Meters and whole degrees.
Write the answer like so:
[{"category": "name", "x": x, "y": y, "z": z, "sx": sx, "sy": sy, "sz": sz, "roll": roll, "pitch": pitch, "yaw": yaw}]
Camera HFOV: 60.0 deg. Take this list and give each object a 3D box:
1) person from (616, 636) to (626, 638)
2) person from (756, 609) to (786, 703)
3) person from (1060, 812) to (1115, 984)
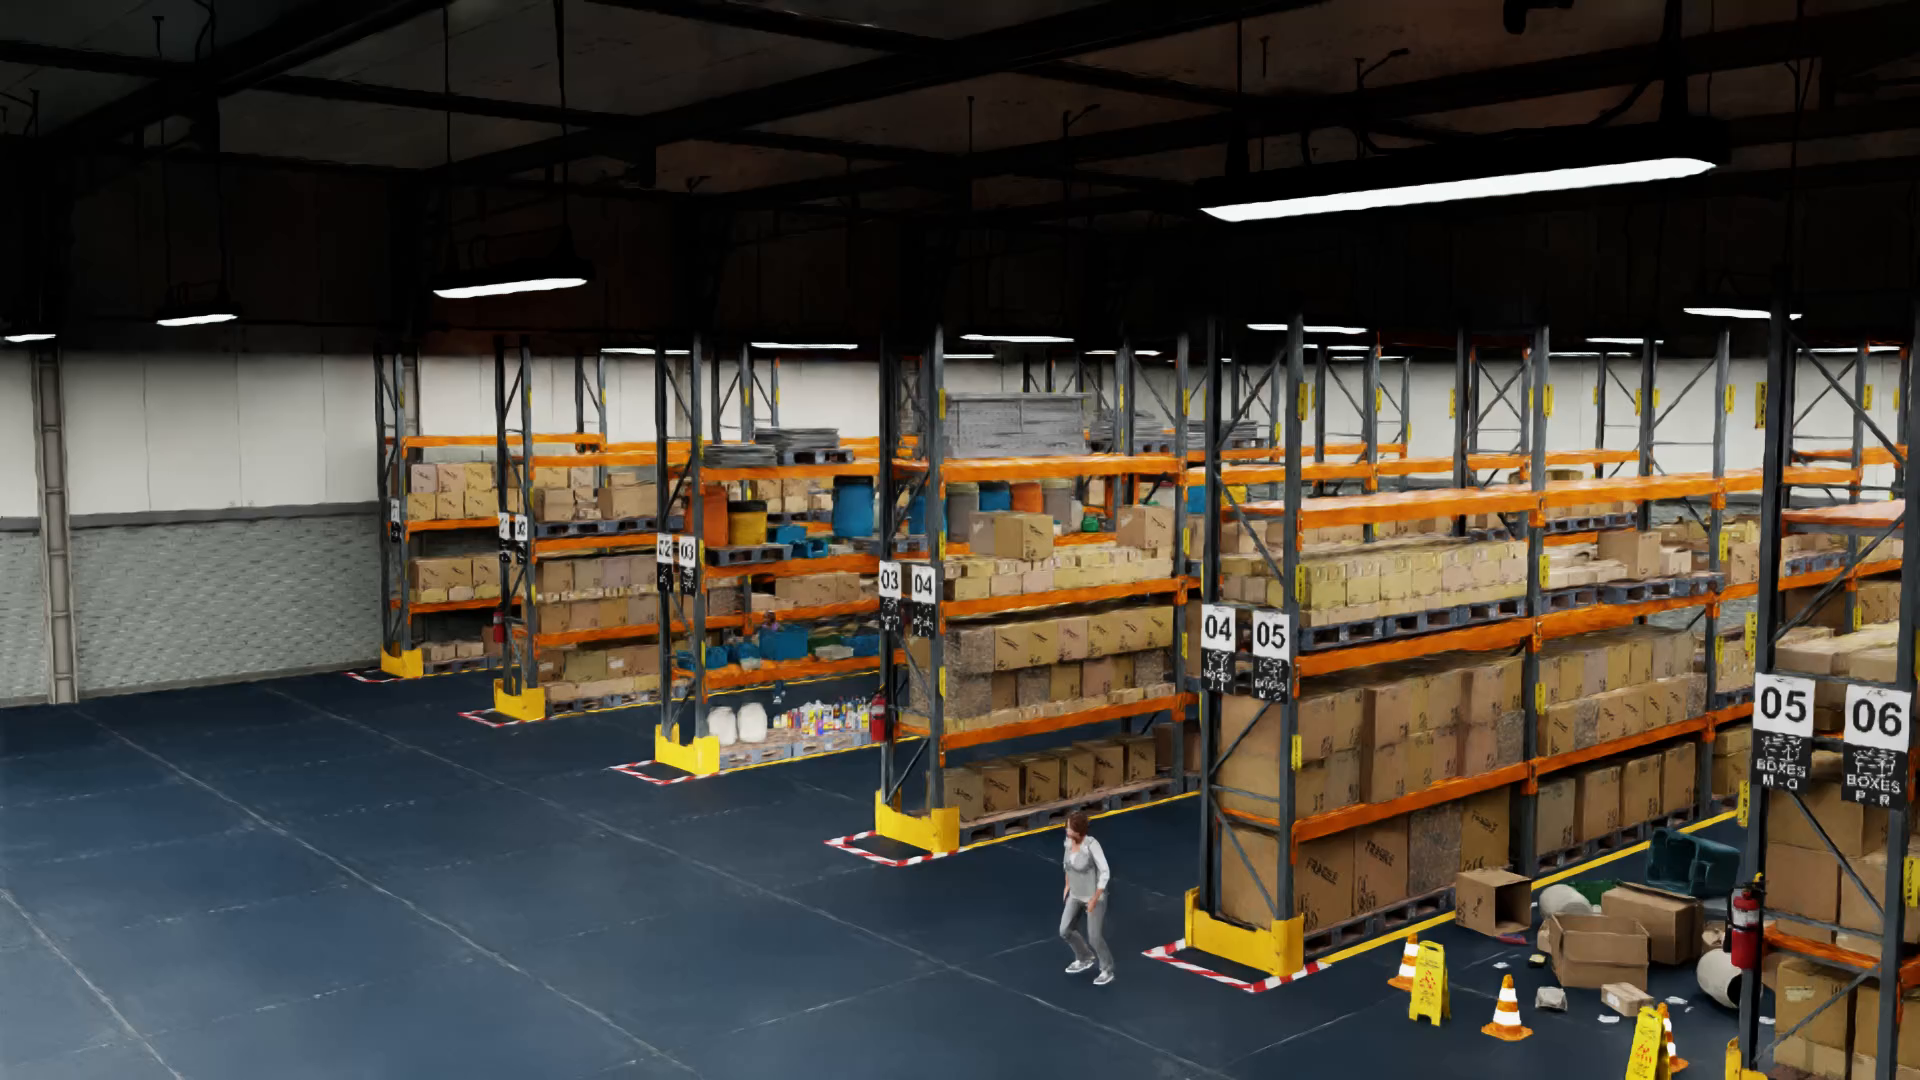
[{"category": "person", "x": -6.383, "y": 1.462, "z": 31.169, "sx": 0.696, "sy": 1.716, "sz": 0.832, "roll": 3, "pitch": 6, "yaw": 31}, {"category": "person", "x": -3.053, "y": 1.885, "z": 27.536, "sx": 0.561, "sy": 1.525, "sz": 0.784, "roll": 3, "pitch": 6, "yaw": 31}, {"category": "person", "x": 1.103, "y": 3.095, "z": 14.448, "sx": 0.516, "sy": 1.531, "sz": 0.566, "roll": -5, "pitch": 7, "yaw": -43}]
